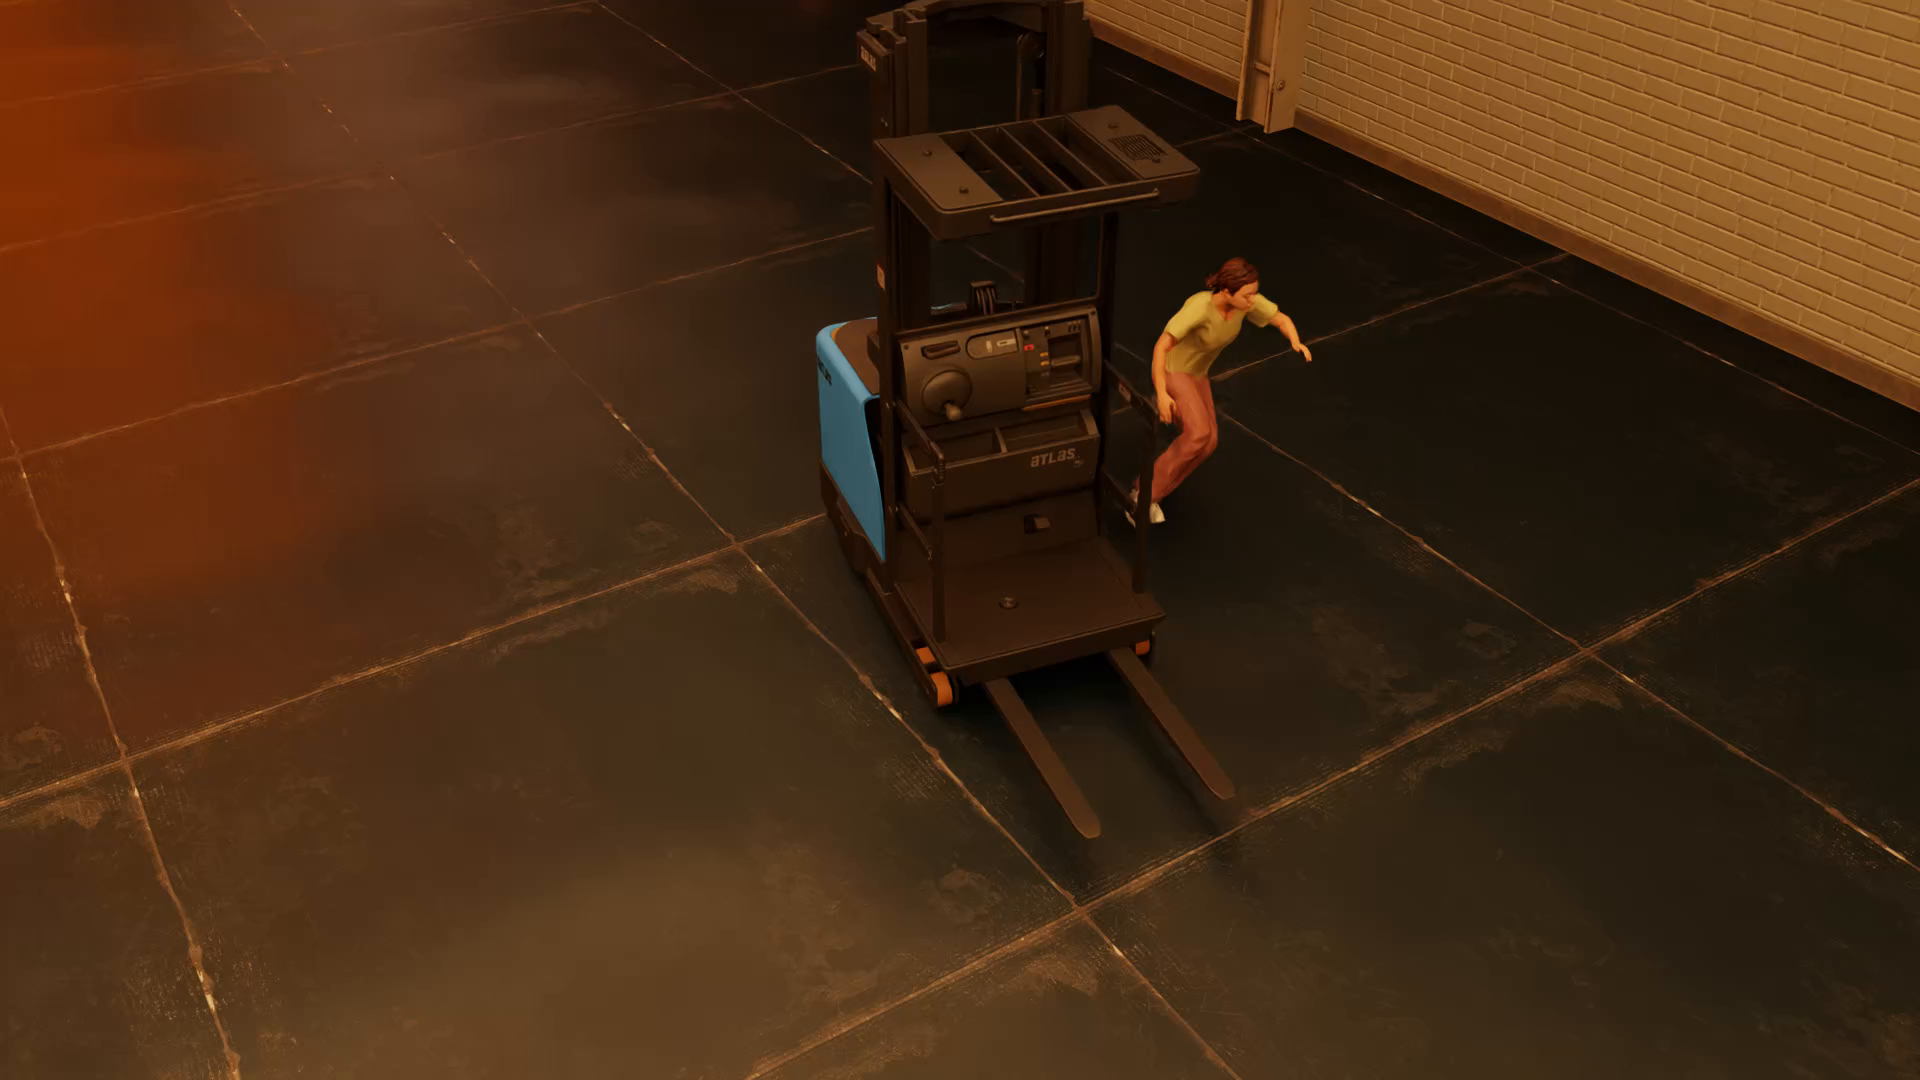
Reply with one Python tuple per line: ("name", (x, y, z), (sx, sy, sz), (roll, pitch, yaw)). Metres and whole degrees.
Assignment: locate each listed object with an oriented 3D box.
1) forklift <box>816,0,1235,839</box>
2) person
("forklift", (0.268, -0.708, 7.155), (1.130, 2.935, 3.031), (-13, 37, -17))
("person", (1.273, -0.734, 8.497), (0.819, 1.434, 0.990), (28, 44, 34))
